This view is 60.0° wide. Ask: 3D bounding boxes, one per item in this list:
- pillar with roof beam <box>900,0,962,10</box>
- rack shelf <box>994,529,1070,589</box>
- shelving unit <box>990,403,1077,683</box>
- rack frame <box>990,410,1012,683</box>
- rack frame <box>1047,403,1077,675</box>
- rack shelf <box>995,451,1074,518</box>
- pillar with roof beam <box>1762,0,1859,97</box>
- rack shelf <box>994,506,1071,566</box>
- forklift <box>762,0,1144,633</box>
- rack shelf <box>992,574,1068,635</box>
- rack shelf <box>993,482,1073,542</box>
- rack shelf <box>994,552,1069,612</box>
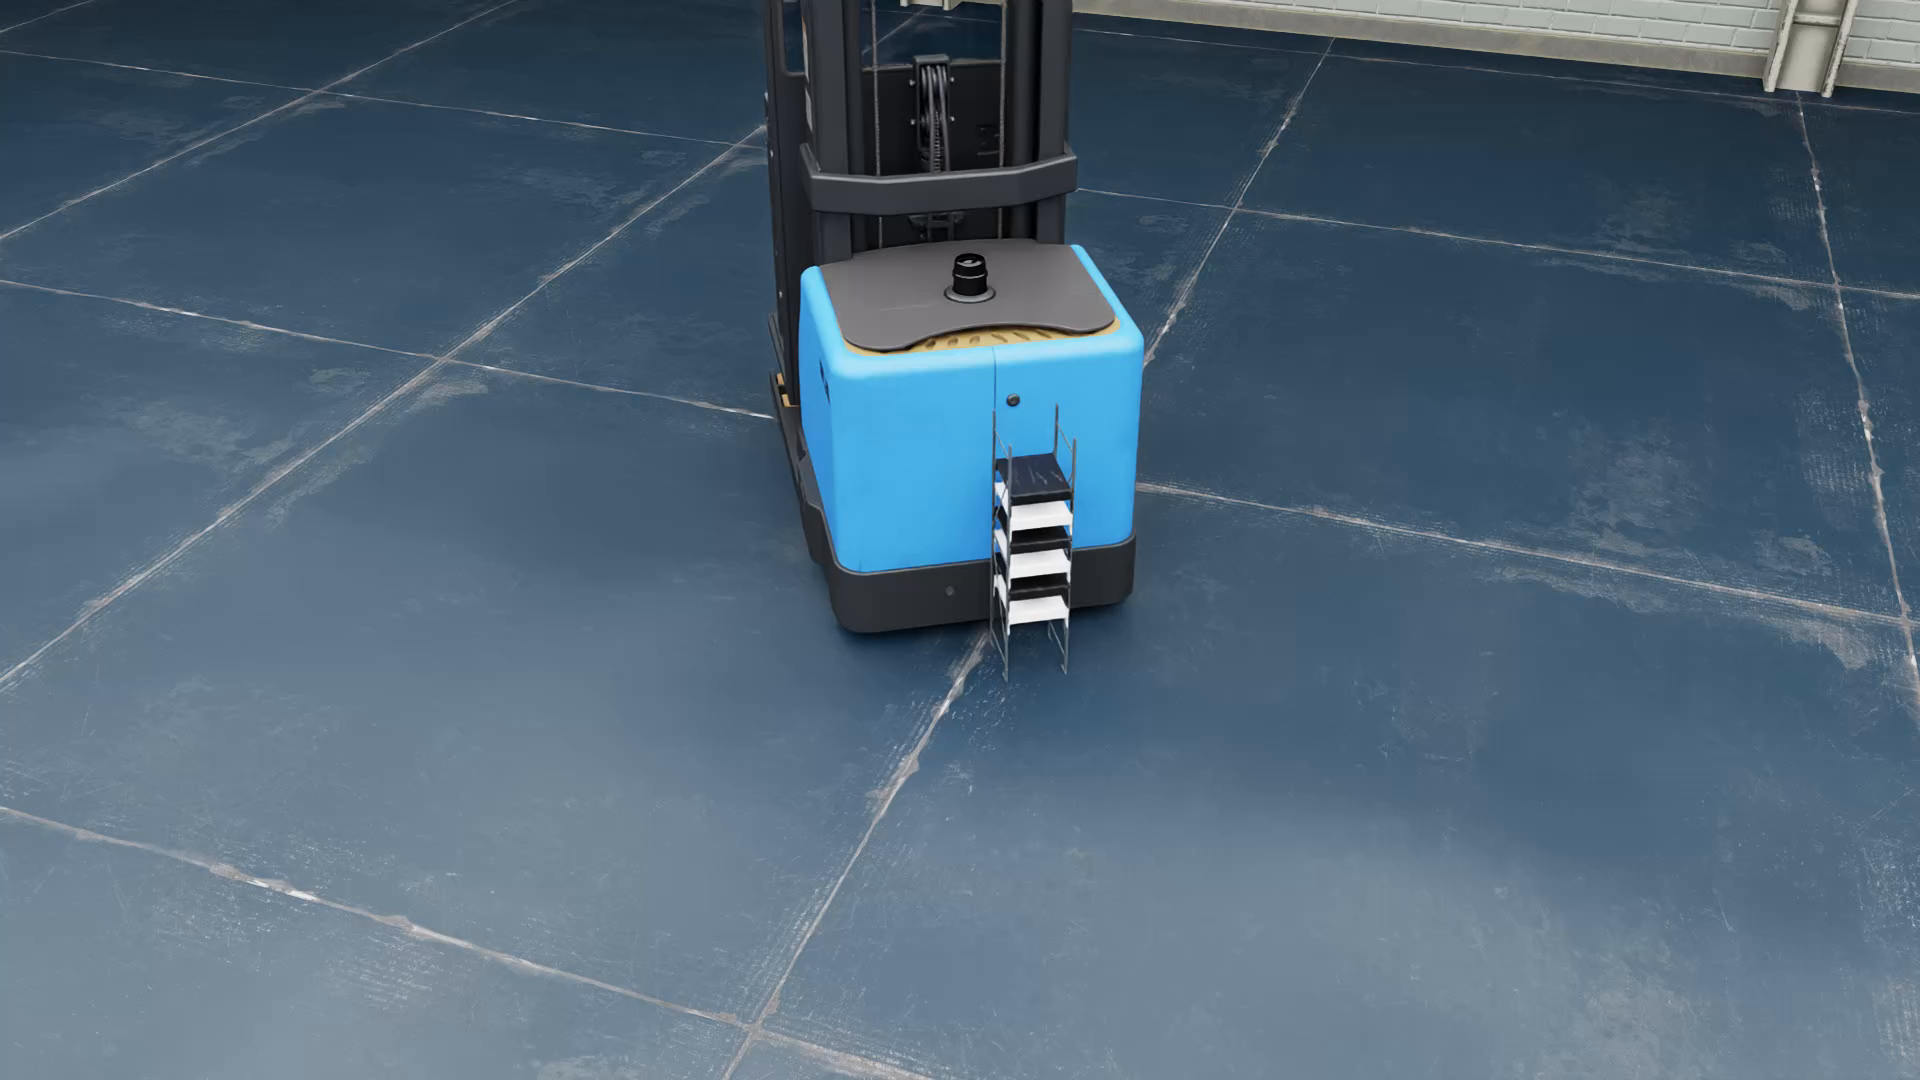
[{"bbox_3d":[-1.664,-5.625,6.665,0.400,9.000,9.100,11,34,16],"label":"pillar with roof beam"},{"bbox_3d":[0.229,0.048,5.407,0.200,0.077,0.258,-6,33,-10],"label":"rack shelf"},{"bbox_3d":[0.229,0.020,5.389,0.210,0.900,0.258,-6,33,-10],"label":"shelving unit"},{"bbox_3d":[0.130,0.032,5.371,0.006,0.900,0.240,-6,33,-10],"label":"rack frame"},{"bbox_3d":[0.329,0.009,5.406,0.006,0.900,0.240,-6,33,-10],"label":"rack frame"},{"bbox_3d":[0.229,-0.178,5.260,0.200,0.077,0.258,-6,33,-10],"label":"rack shelf"},{"bbox_3d":[3.984,-4.527,4.965,0.400,9.000,9.100,11,34,16],"label":"pillar with roof beam"},{"bbox_3d":[0.229,-0.027,5.358,0.200,0.077,0.258,-6,33,-10],"label":"rack shelf"},{"bbox_3d":[-0.195,-1.706,6.191,1.130,2.935,3.031,-6,33,-10],"label":"forklift"},{"bbox_3d":[0.229,0.199,5.505,0.200,0.077,0.258,-6,33,-10],"label":"rack shelf"},{"bbox_3d":[0.229,-0.103,5.309,0.200,0.077,0.258,-6,33,-10],"label":"rack shelf"},{"bbox_3d":[0.229,0.124,5.456,0.200,0.077,0.258,-6,33,-10],"label":"rack shelf"}]
